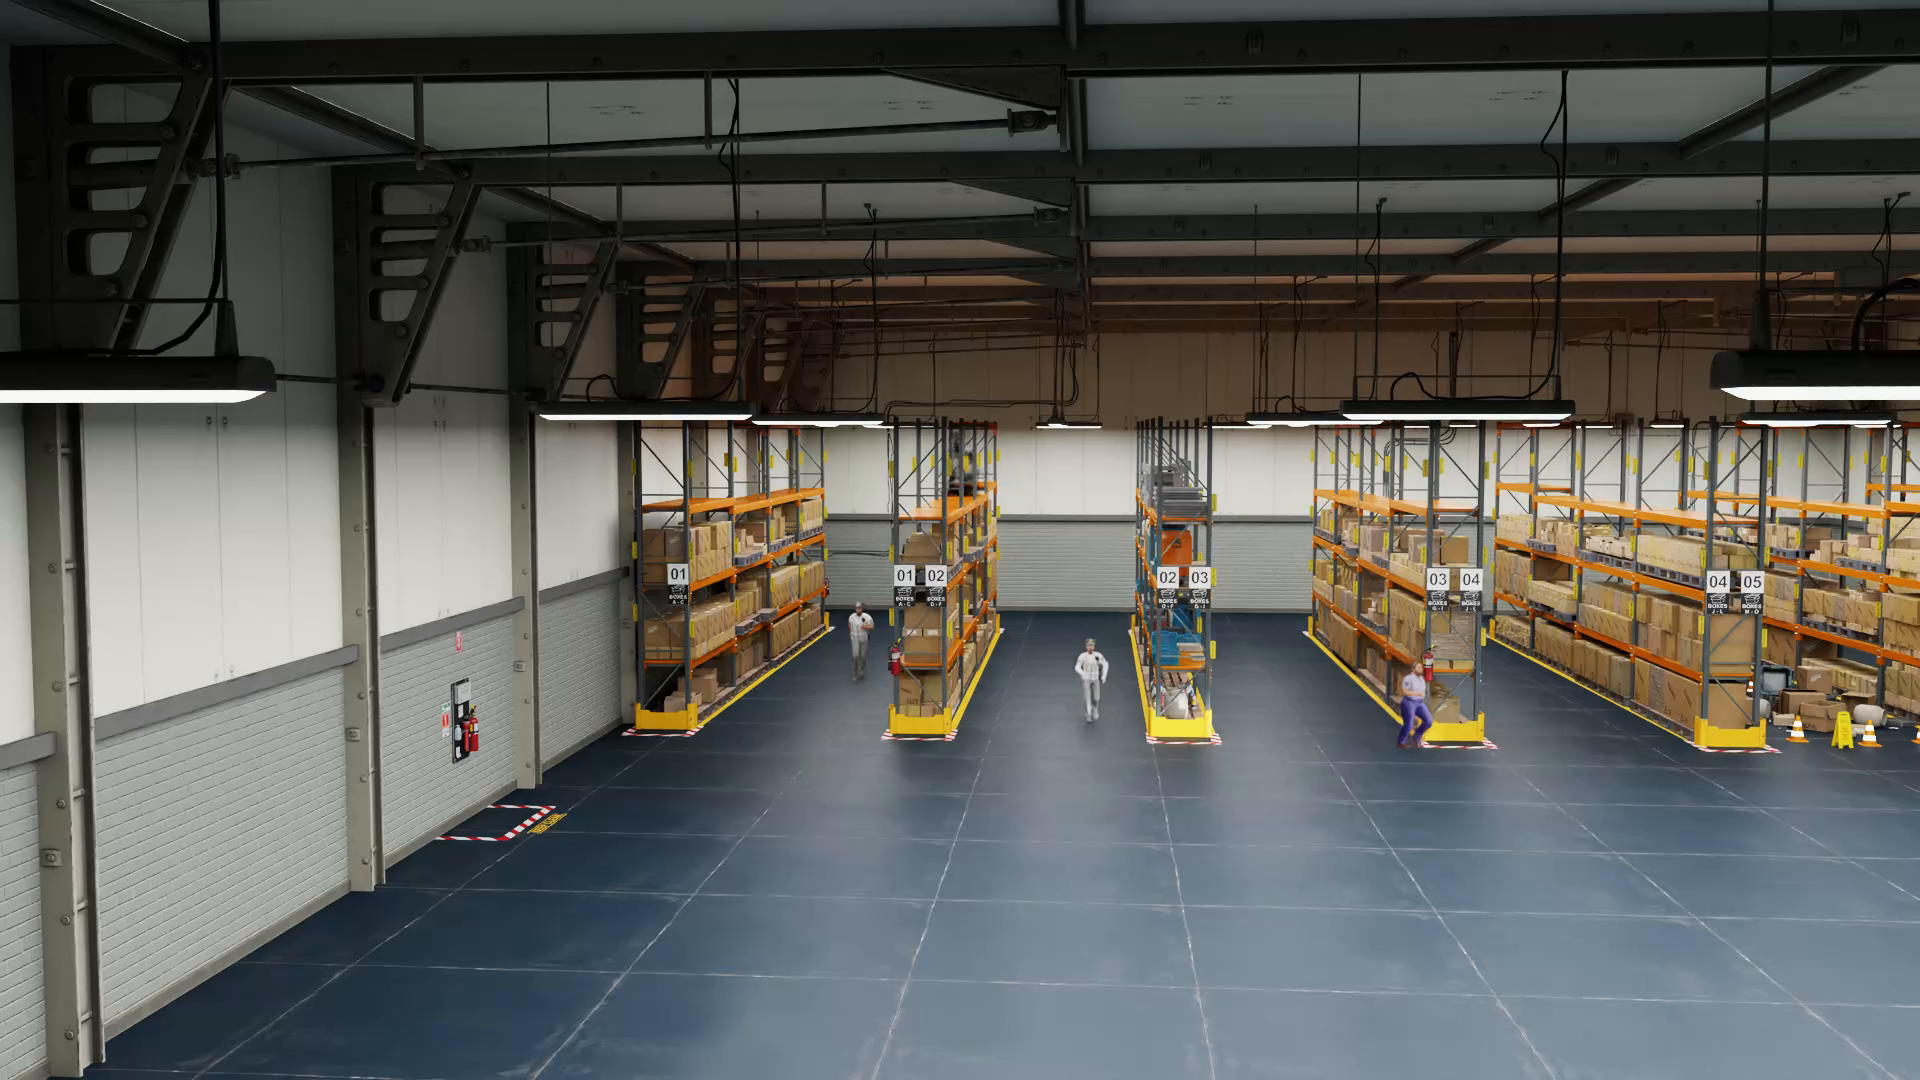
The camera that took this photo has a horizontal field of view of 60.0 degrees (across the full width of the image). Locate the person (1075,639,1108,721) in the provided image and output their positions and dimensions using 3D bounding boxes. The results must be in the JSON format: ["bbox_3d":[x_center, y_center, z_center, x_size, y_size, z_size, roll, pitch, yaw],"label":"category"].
[{"bbox_3d":[2.588,2.752,32.619,0.658,1.646,0.553,0,4,0],"label":"person"}]

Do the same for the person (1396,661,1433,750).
[{"bbox_3d":[8.165,2.973,29.854,0.627,1.613,0.729,-2,4,-29],"label":"person"}]

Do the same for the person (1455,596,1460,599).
[{"bbox_3d":[13.802,1.854,46.186,0.734,1.731,0.513,2,4,32],"label":"person"}]

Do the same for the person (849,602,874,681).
[{"bbox_3d":[-2.291,2.345,38.478,0.626,1.863,0.785,0,4,3],"label":"person"}]
